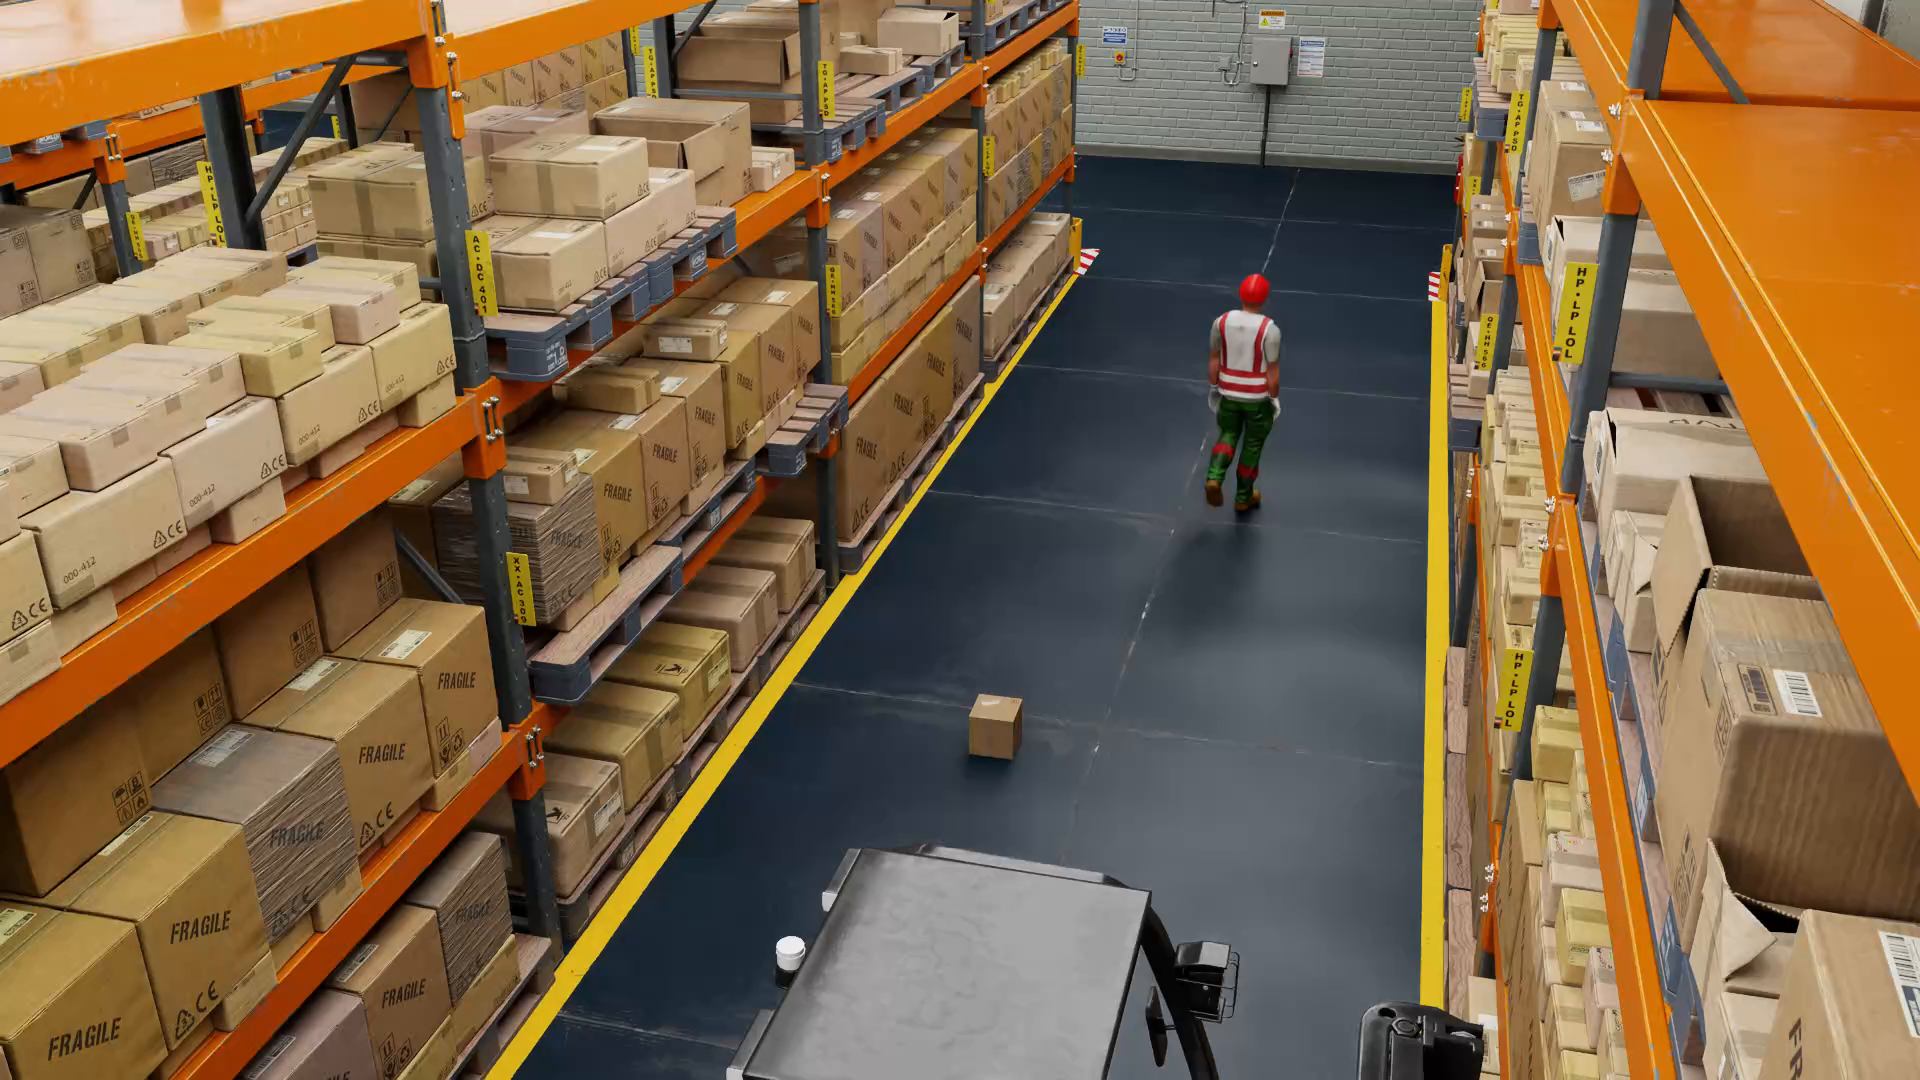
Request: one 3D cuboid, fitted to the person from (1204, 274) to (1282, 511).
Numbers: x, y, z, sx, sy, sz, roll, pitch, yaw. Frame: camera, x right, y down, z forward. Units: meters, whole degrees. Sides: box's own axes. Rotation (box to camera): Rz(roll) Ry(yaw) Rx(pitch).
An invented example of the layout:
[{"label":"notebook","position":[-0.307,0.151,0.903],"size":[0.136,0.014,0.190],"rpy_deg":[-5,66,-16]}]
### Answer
[{"label":"person","position":[2.016,-1.031,11.837],"size":[0.541,1.781,0.580],"rpy_deg":[15,29,29]}]
